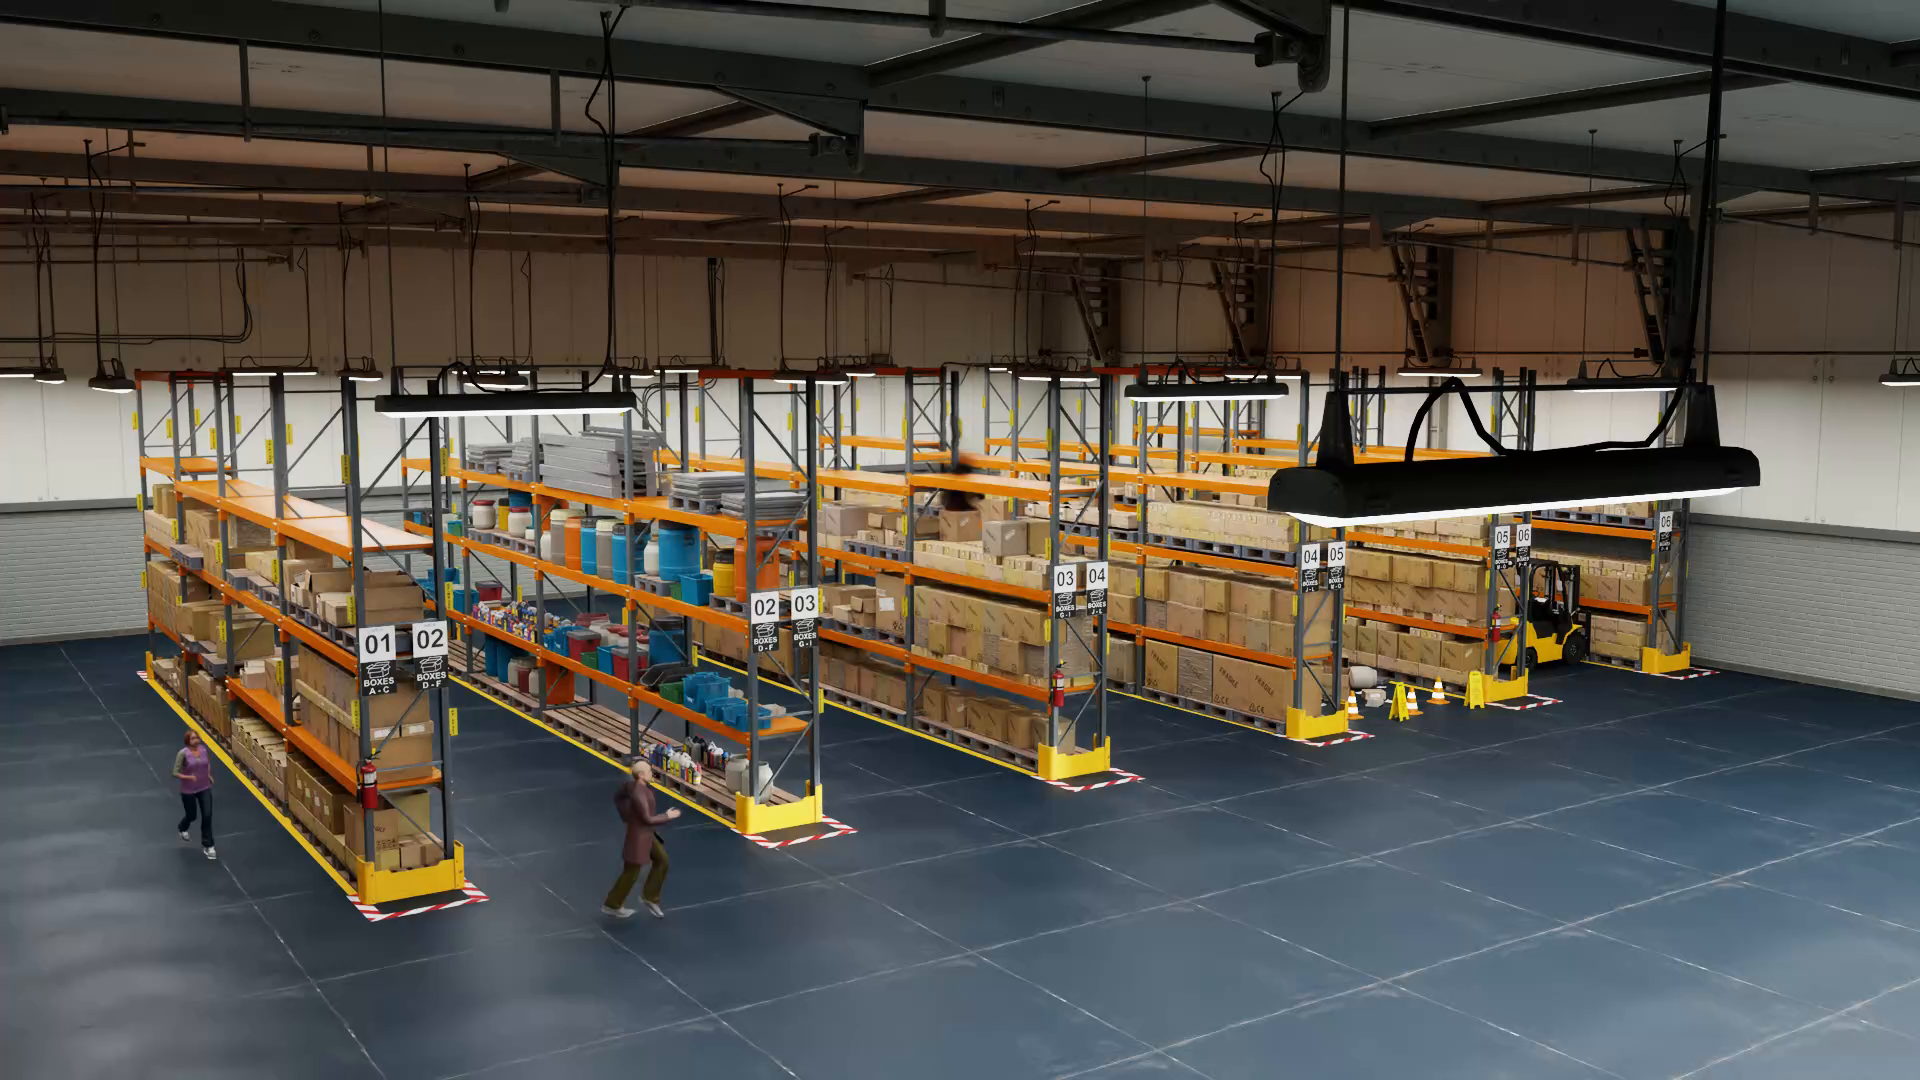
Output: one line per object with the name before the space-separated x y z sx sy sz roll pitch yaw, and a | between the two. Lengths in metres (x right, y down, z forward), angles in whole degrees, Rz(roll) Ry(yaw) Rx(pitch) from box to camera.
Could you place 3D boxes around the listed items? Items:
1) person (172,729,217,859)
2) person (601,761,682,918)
person | -9.655 3.168 20.975 0.877 1.605 0.538 6 9 43
person | -3.560 3.367 18.550 0.907 1.834 0.668 -1 7 -9
